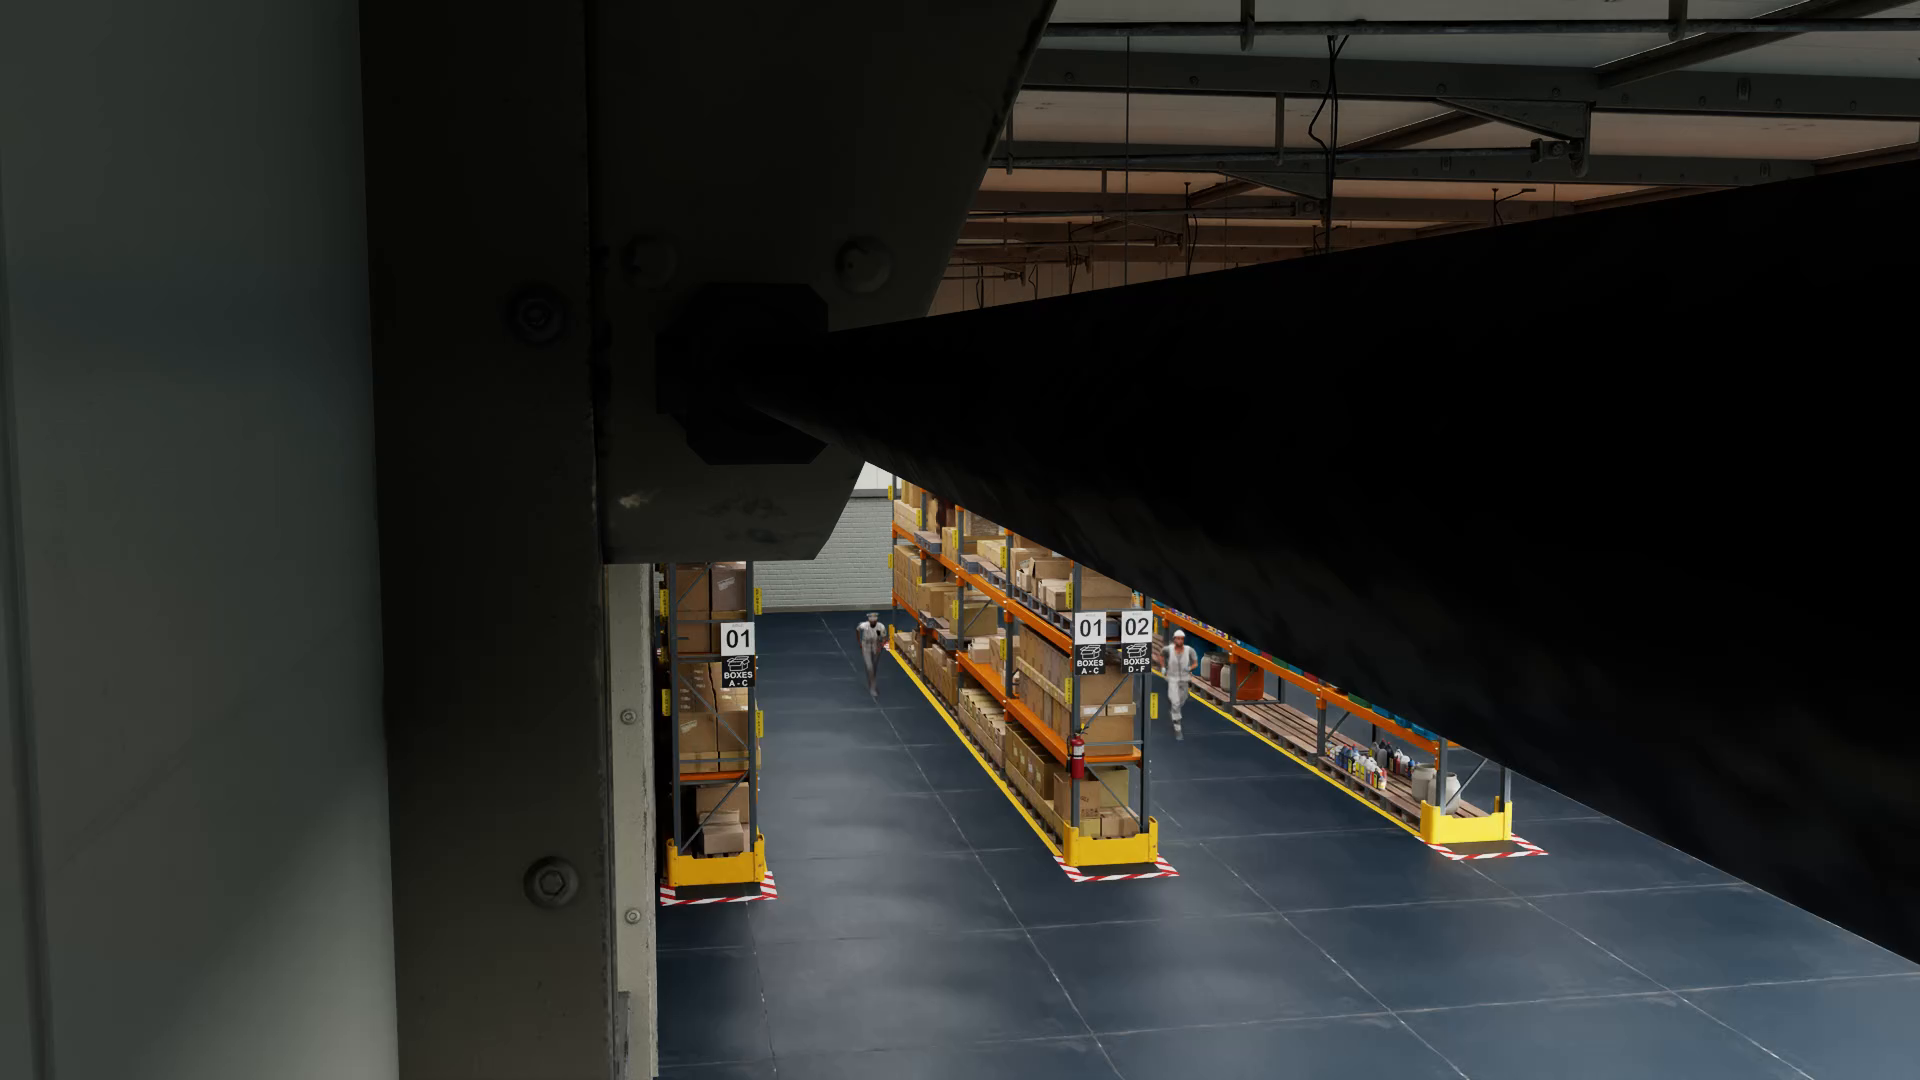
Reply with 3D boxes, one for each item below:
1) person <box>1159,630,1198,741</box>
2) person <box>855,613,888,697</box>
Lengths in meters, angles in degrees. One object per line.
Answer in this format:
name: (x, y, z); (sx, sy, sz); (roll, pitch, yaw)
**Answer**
person: (3.708, 2.418, 28.174); (0.608, 1.840, 1.065); (-1, 6, -9)
person: (-1.683, 2.142, 31.701); (0.611, 1.627, 0.946); (0, 6, -3)
